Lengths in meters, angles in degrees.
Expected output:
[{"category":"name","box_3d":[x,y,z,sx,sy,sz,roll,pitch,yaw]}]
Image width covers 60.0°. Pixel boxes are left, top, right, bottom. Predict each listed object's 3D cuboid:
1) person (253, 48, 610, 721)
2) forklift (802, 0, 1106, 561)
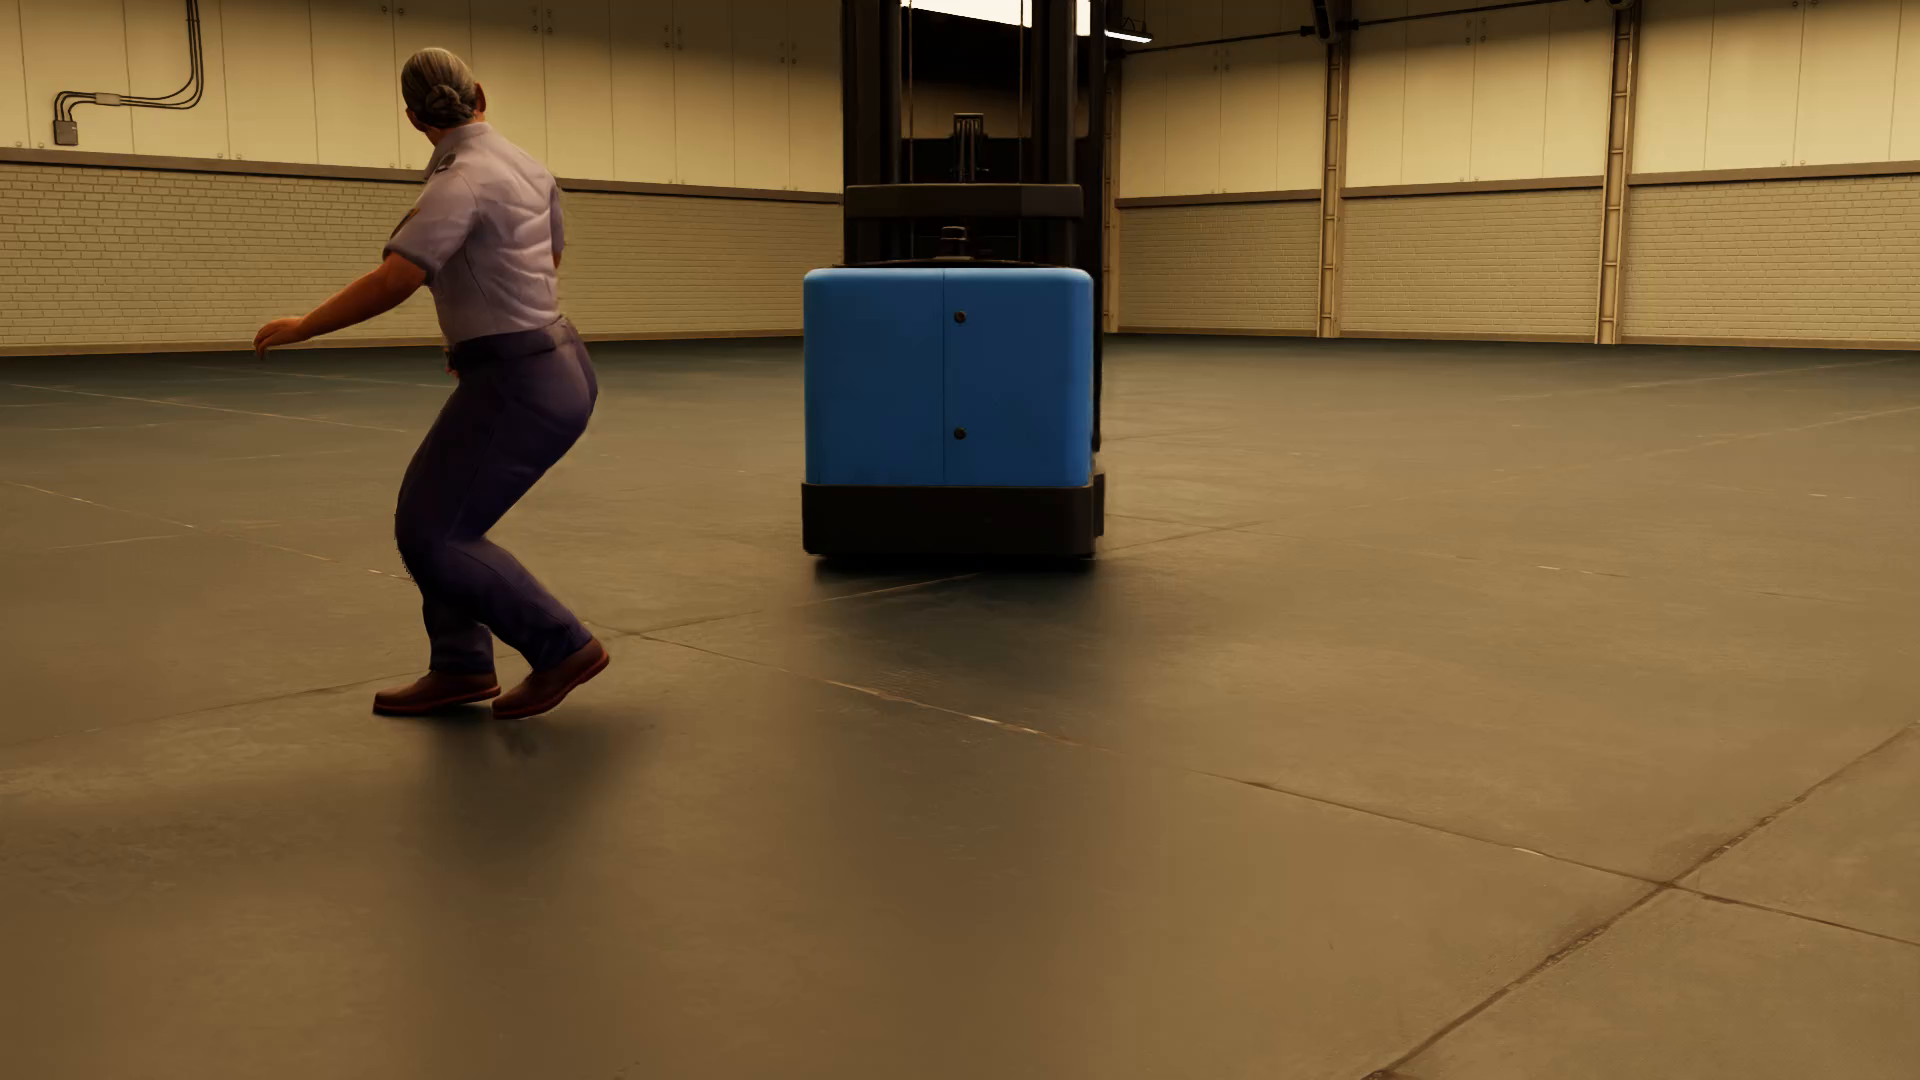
[{"category":"person","box_3d":[-1.215,-0.354,3.907,0.732,1.539,0.779,-1,9,-5]},{"category":"forklift","box_3d":[0.078,-1.554,7.196,1.130,2.935,3.031,1,9,5]}]
